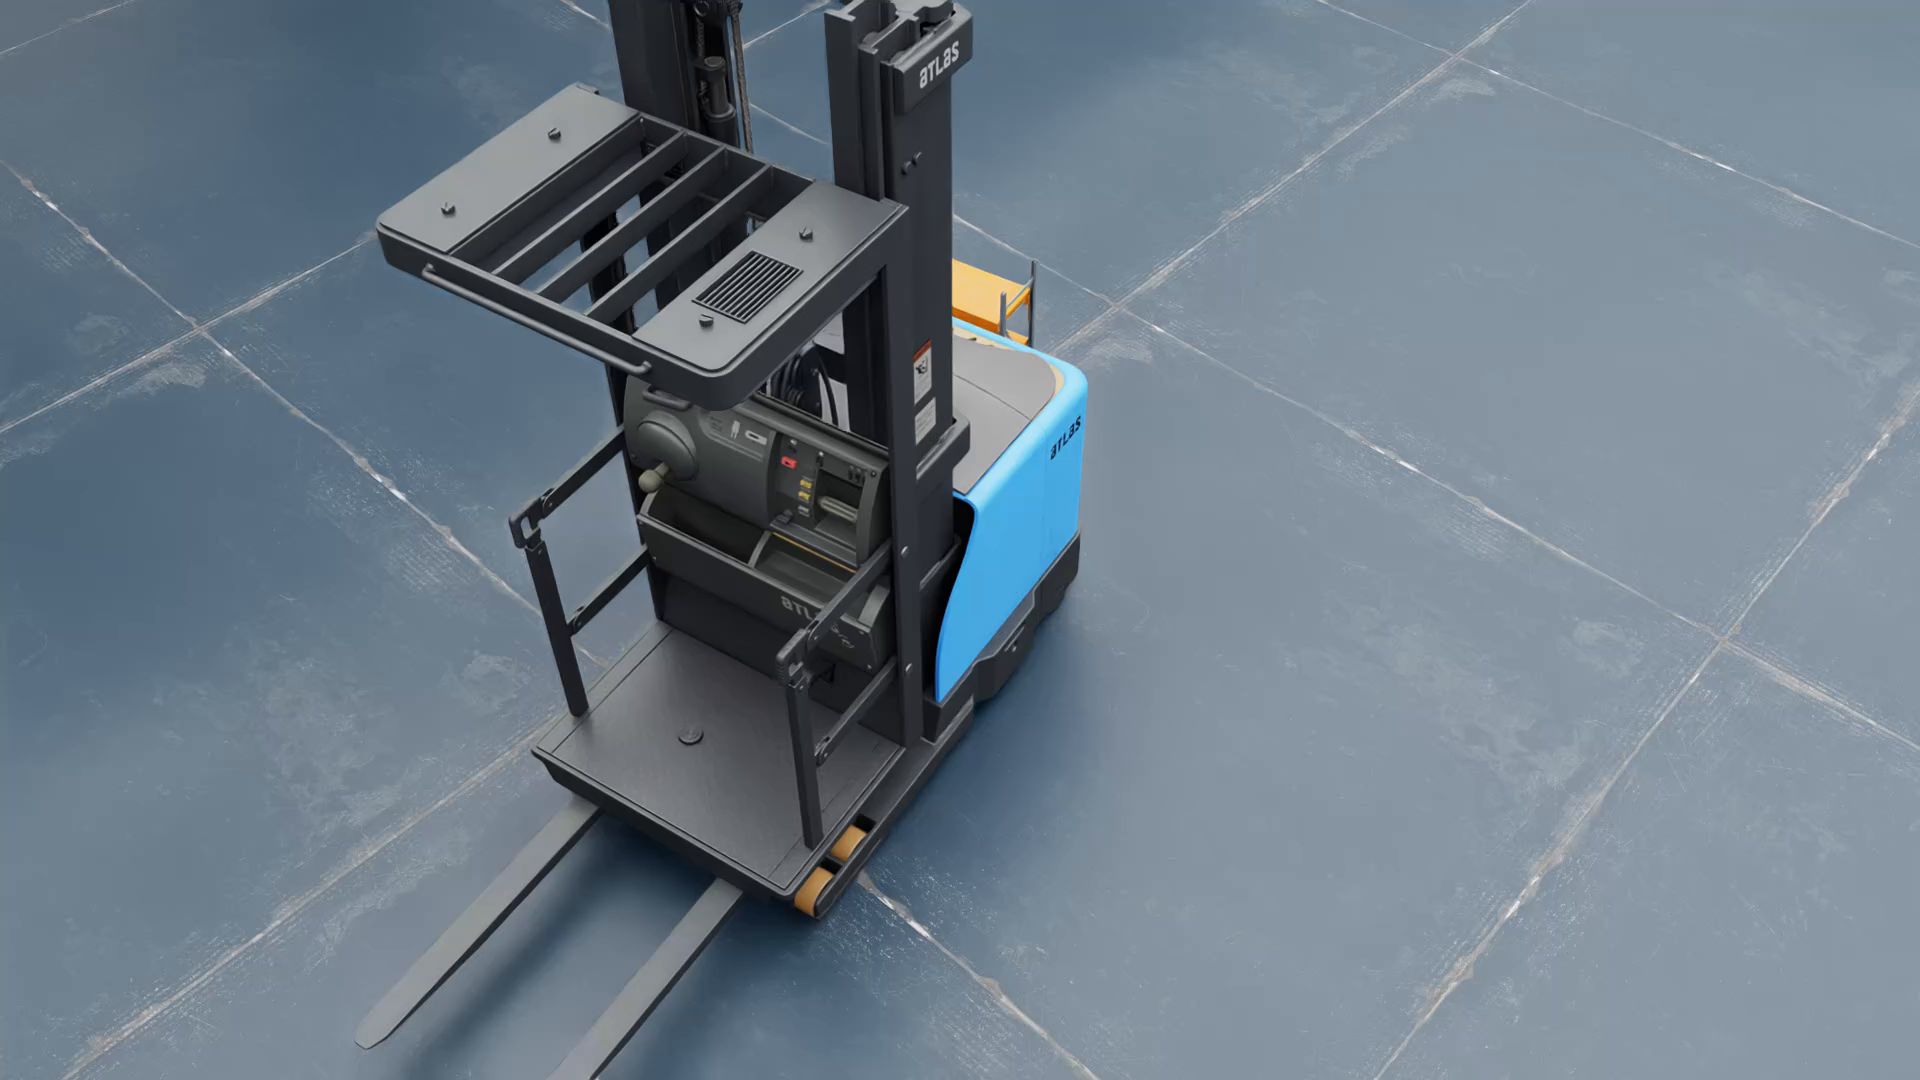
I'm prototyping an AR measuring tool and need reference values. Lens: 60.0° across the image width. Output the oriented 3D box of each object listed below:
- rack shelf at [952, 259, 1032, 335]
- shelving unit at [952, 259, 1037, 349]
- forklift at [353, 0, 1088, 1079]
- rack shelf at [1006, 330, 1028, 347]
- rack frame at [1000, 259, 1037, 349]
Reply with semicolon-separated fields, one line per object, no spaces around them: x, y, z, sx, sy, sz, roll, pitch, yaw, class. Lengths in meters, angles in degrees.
0.006;-0.903;6.235;0.480;0.148;0.258;24;51;21;rack shelf
0.006;-0.634;6.522;0.503;1.200;0.258;24;51;21;shelving unit
-0.746;-0.142;4.873;1.130;2.935;3.031;25;52;21;forklift
0.006;-0.741;6.408;0.480;0.148;0.258;24;51;21;rack shelf
0.213;-0.540;6.434;0.015;1.200;0.240;24;51;21;rack frame
